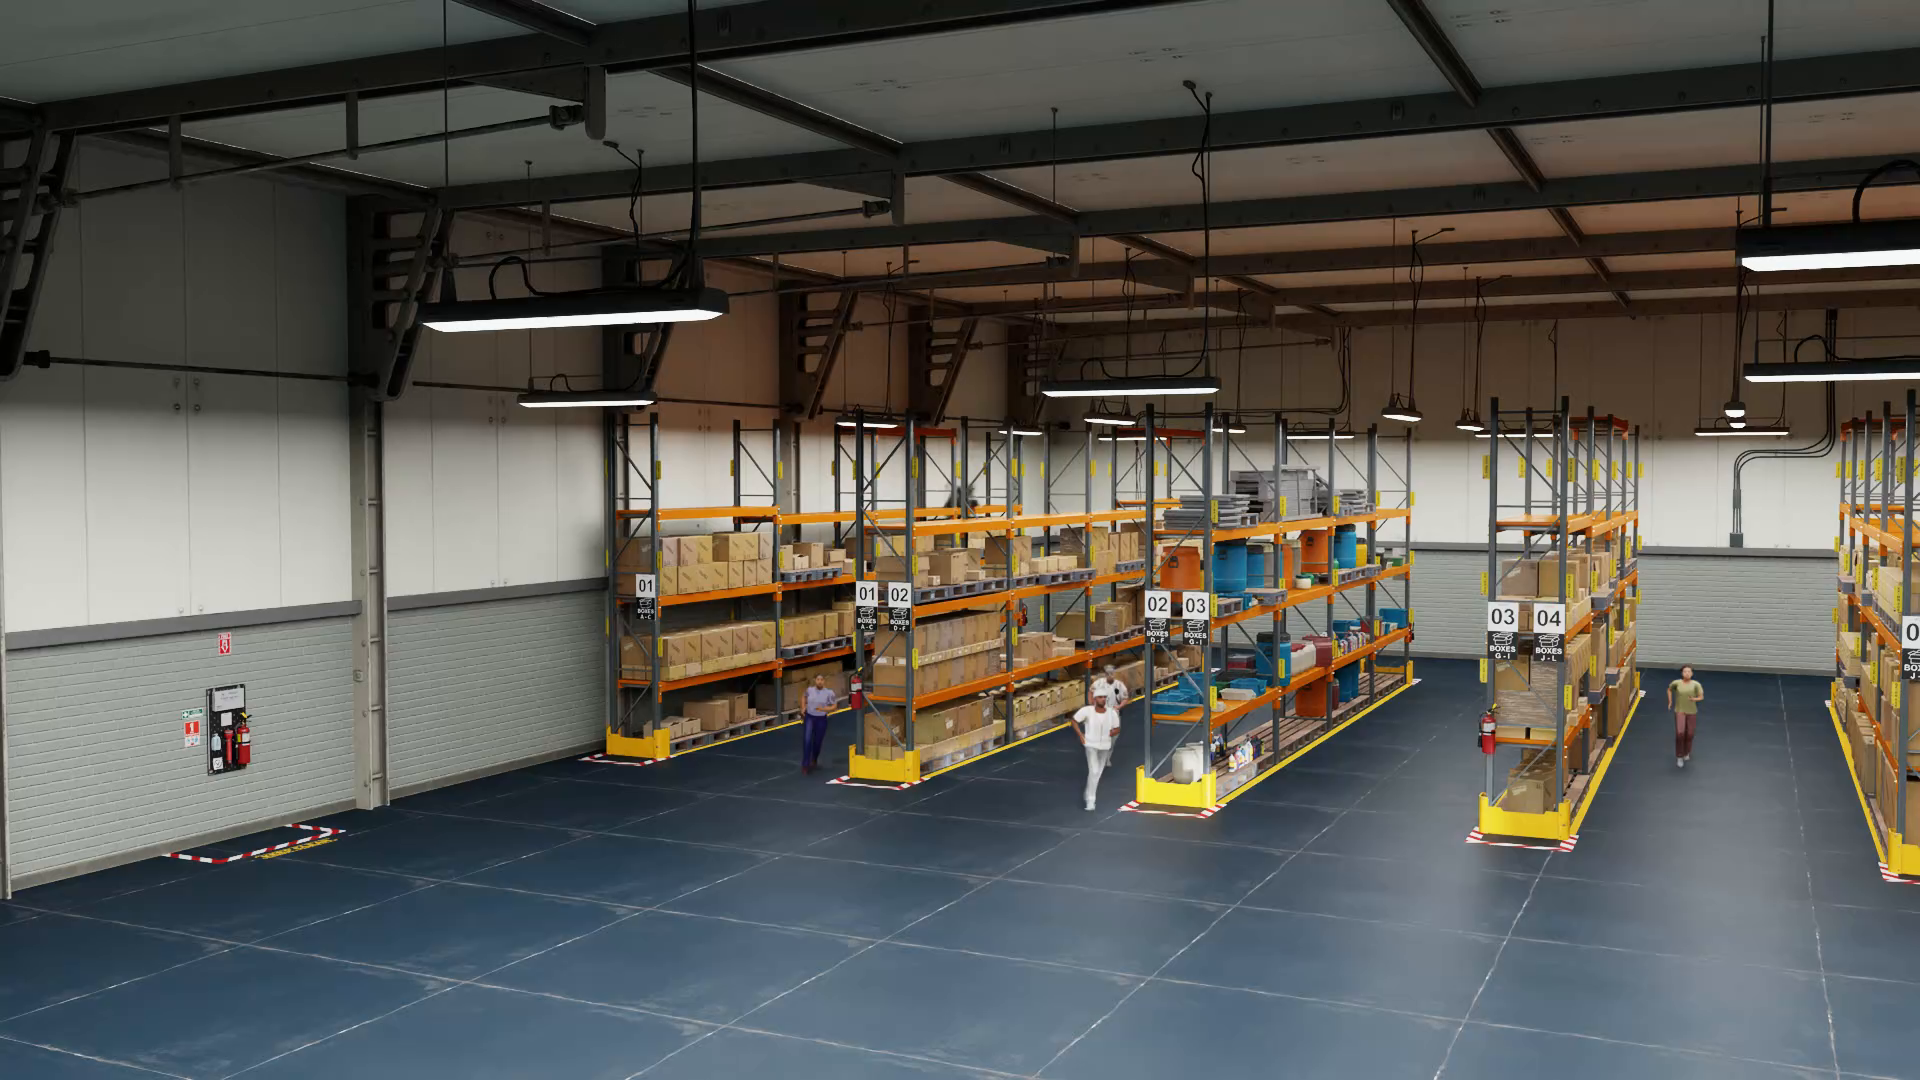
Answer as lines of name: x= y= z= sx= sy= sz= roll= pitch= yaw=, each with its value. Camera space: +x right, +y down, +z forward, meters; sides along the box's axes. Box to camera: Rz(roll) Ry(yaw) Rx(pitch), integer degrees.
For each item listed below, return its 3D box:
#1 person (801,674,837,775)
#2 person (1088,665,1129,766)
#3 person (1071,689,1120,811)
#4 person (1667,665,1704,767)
person: x=-2.341 y=3.049 z=27.667 sx=0.619 sy=1.678 sz=0.843 roll=0 pitch=2 yaw=2
person: x=2.516 y=2.968 z=28.263 sx=0.702 sy=1.739 sz=0.705 roll=0 pitch=2 yaw=10
person: x=2.046 y=3.109 z=24.673 sx=0.679 sy=1.820 sz=0.693 roll=-1 pitch=3 yaw=-18
person: x=12.327 y=2.952 z=28.248 sx=0.548 sy=1.632 sz=0.731 roll=1 pitch=3 yaw=17
